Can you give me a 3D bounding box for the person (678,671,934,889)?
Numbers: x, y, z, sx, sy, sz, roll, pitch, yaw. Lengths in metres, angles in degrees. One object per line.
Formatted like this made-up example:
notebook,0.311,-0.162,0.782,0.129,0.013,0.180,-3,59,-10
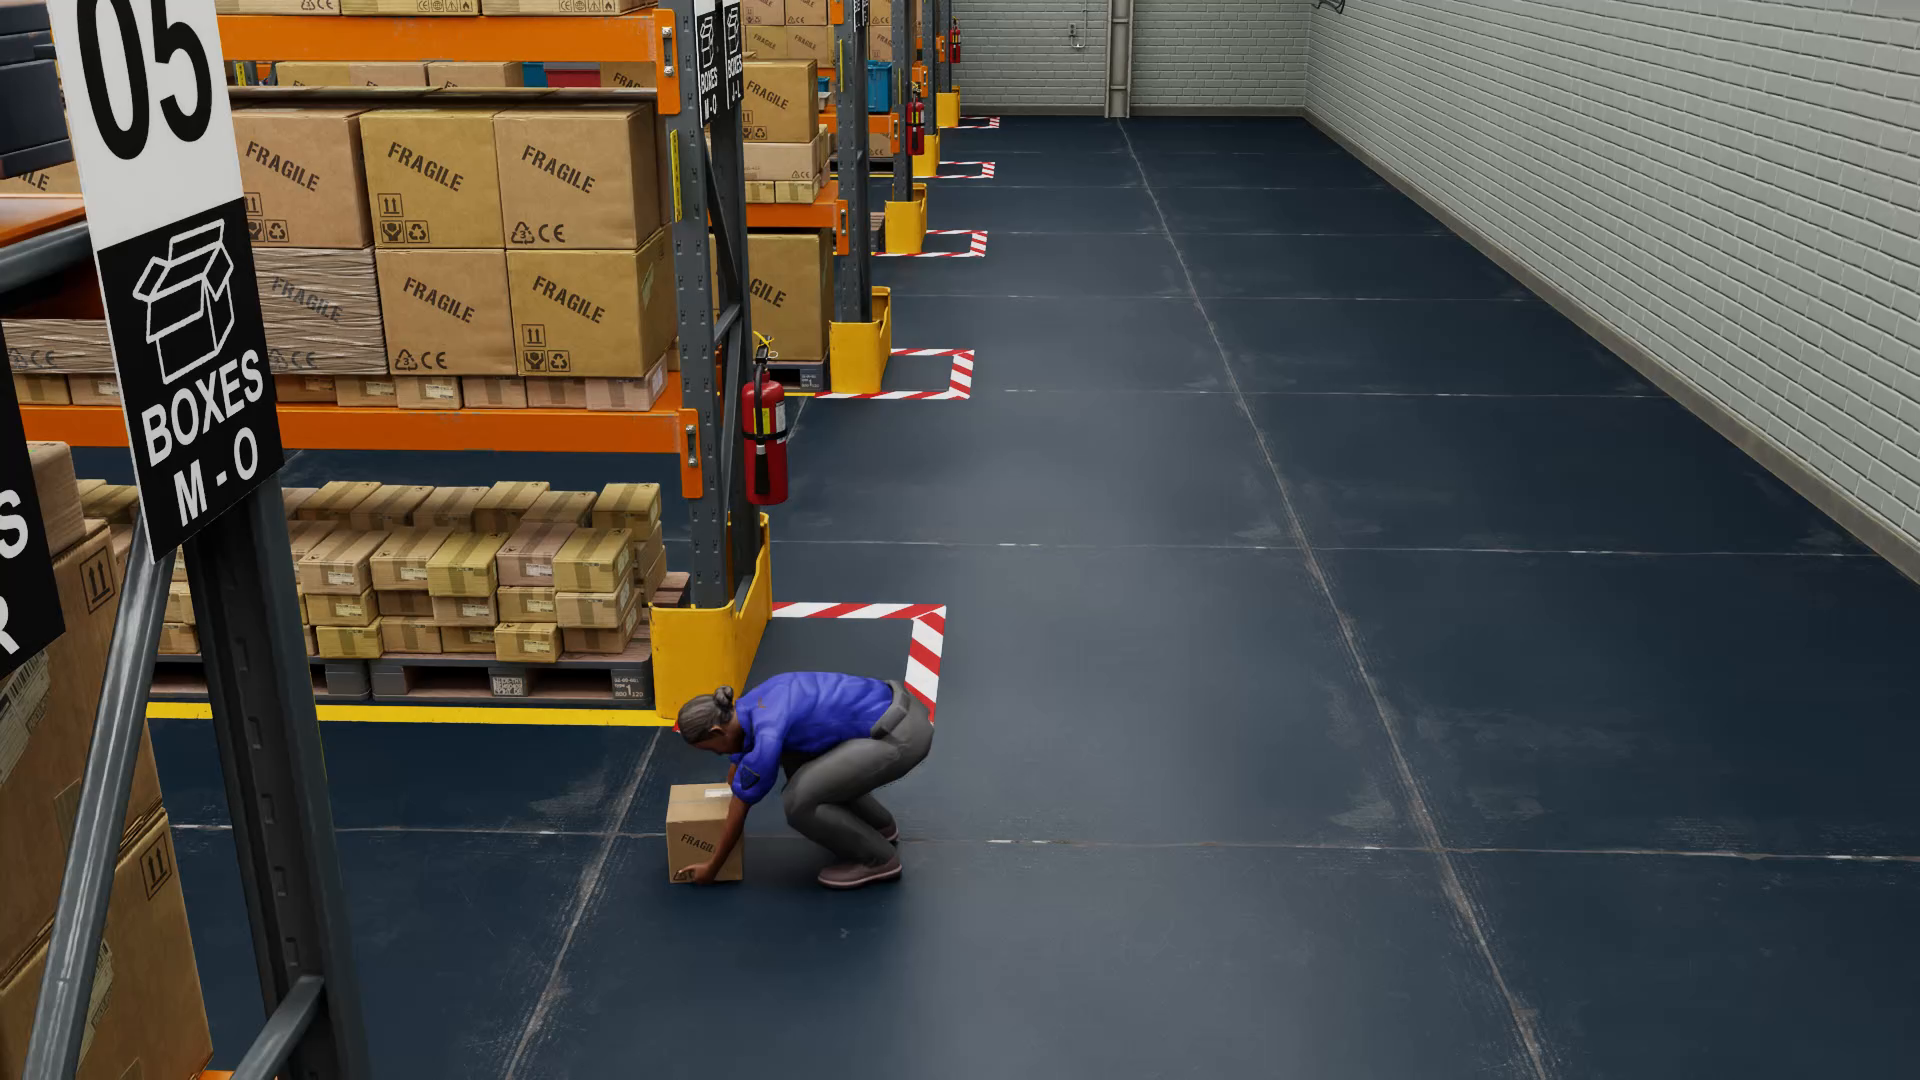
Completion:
person,-0.538,0.822,5.779,0.898,0.750,0.461,-2,21,-6
